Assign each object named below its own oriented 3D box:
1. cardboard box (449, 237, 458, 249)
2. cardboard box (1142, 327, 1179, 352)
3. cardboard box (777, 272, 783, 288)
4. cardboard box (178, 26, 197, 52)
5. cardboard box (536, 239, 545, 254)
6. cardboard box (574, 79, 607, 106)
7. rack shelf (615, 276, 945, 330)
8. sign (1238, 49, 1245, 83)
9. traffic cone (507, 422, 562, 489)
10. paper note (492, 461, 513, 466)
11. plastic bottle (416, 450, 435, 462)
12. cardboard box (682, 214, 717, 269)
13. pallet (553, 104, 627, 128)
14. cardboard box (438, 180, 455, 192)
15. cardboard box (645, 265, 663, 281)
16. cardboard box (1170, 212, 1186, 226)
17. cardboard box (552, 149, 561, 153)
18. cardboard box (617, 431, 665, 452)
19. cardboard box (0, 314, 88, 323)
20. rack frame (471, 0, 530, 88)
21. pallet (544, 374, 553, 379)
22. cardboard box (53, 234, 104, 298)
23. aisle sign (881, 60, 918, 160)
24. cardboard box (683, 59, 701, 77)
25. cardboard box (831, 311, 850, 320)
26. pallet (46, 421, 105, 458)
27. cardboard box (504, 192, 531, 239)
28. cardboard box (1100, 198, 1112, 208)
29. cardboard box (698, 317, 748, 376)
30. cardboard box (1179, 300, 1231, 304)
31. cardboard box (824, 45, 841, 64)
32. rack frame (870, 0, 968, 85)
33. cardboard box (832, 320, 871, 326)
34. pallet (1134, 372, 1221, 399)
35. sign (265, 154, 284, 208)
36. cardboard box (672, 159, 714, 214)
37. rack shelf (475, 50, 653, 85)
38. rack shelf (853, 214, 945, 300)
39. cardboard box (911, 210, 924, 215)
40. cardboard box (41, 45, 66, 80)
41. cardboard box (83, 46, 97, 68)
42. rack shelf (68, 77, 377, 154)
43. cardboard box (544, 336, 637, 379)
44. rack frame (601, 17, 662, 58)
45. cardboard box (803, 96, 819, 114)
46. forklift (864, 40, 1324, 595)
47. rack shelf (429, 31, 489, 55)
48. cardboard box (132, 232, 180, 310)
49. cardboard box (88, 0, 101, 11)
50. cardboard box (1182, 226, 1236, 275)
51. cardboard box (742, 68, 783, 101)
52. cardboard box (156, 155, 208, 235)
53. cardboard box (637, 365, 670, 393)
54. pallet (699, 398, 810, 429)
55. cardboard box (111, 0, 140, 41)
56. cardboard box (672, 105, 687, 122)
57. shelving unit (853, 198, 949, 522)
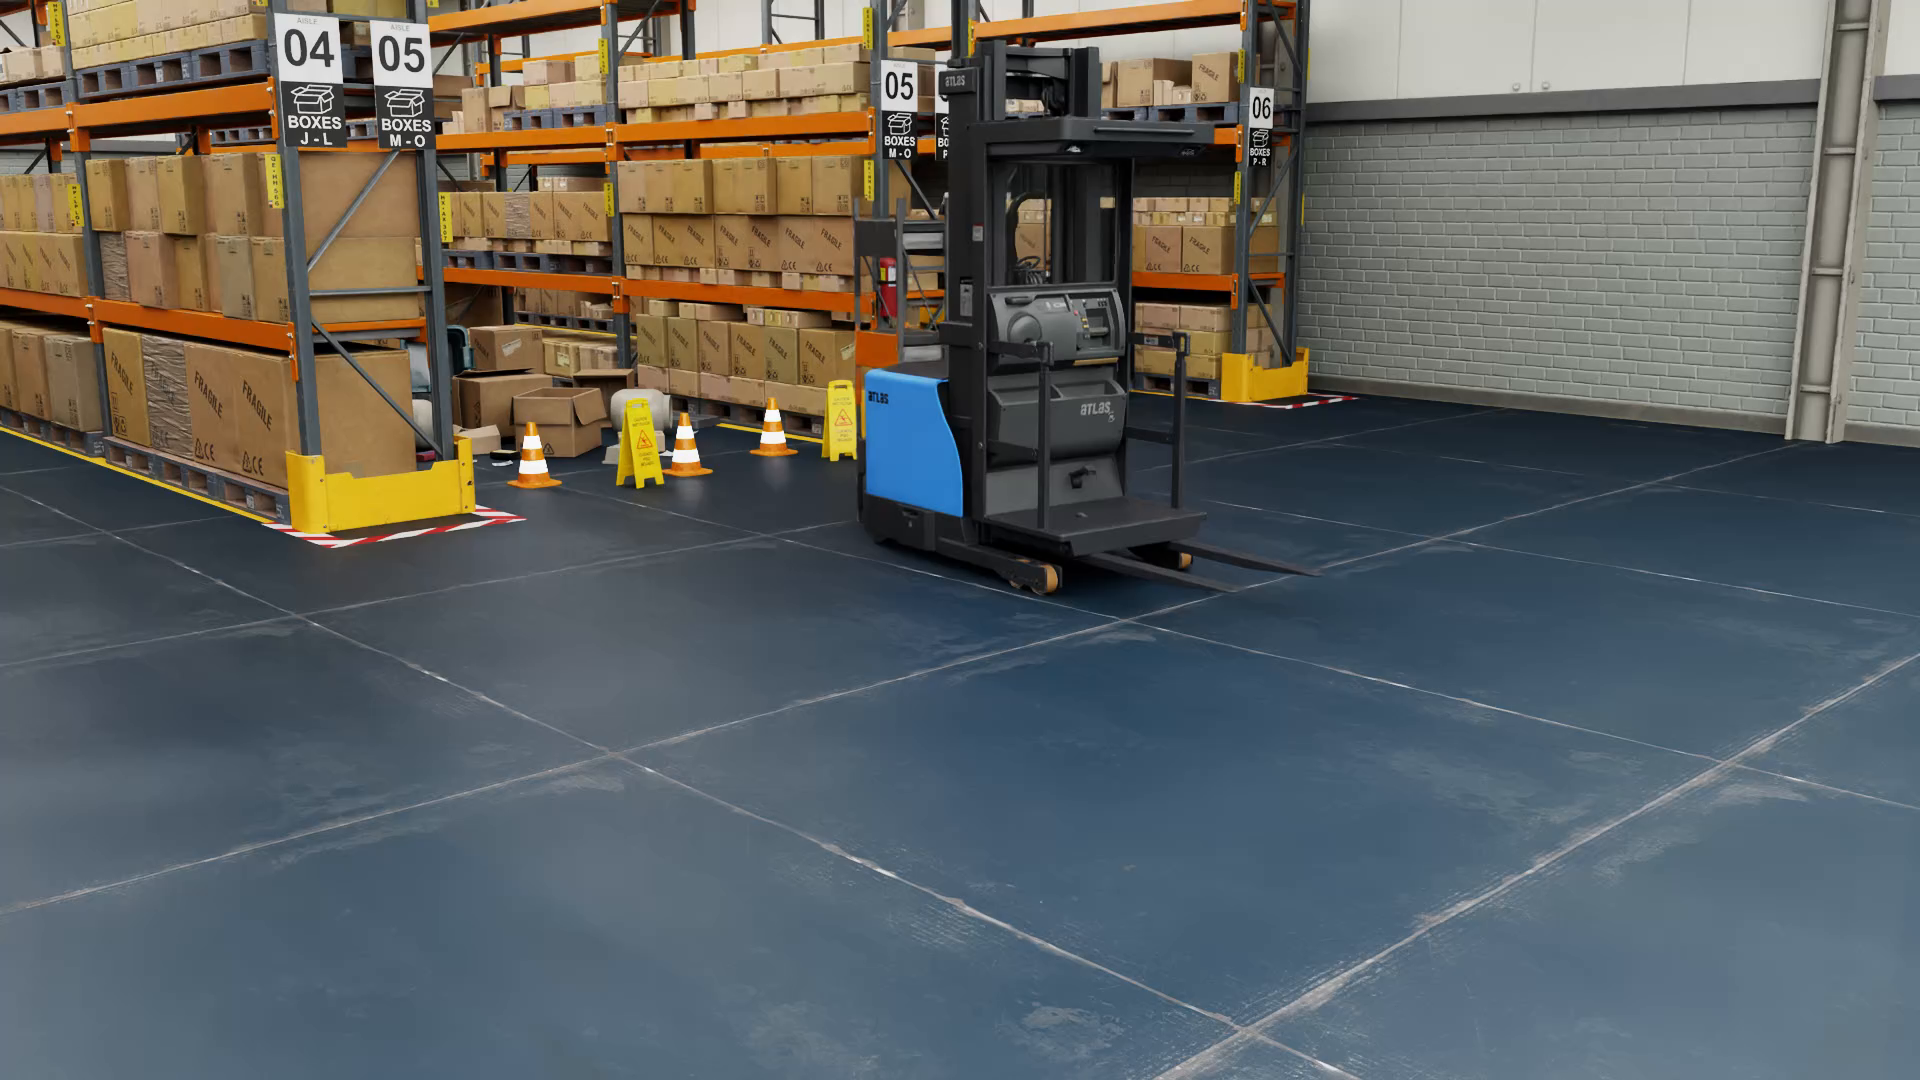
[{"bbox_3d":[-5.767,-3.493,19.516,0.250,0.149,0.380,11,16,42],"label":"cardboard box"},{"bbox_3d":[2.355,-2.215,18.262,0.500,0.250,0.500,-11,16,-43],"label":"cardboard box"},{"bbox_3d":[-1.436,-2.370,15.106,0.380,0.149,0.250,-11,16,-42],"label":"cardboard box"},{"bbox_3d":[-5.020,-3.363,11.200,0.380,0.149,0.250,-11,16,-43],"label":"cardboard box"},{"bbox_3d":[-4.343,-3.170,17.948,0.380,0.149,0.250,-11,16,-43],"label":"cardboard box"},{"bbox_3d":[-3.602,-4.567,17.041,0.500,0.250,0.500,-11,16,-44],"label":"cardboard box"},{"bbox_3d":[-1.713,-2.256,15.711,1.077,0.370,4.000,-11,16,-43],"label":"rack shelf"},{"bbox_3d":[2.854,-4.799,16.840,0.100,0.325,0.005,-11,16,-43],"label":"sign"},{"bbox_3d":[-3.182,-0.645,12.395,0.336,0.463,0.334,-11,16,-43],"label":"traffic cone"},{"bbox_3d":[-3.668,-0.616,13.331,0.144,0.017,0.142,-5,13,-23],"label":"paper note"},{"bbox_3d":[-4.332,-0.692,13.619,0.133,0.061,0.283,6,13,26],"label":"plastic bottle"},{"bbox_3d":[-2.291,-2.847,15.810,0.500,0.500,0.500,-11,16,-43],"label":"cardboard box"},{"bbox_3d":[-3.444,-4.382,17.281,1.213,0.211,1.003,-11,16,-43],"label":"pallet"},{"bbox_3d":[-6.403,-4.062,19.967,0.500,0.500,0.500,11,16,44],"label":"cardboard box"},{"bbox_3d":[-2.897,-2.657,16.496,0.380,0.149,0.250,-10,15,-41],"label":"cardboard box"},{"bbox_3d":[2.481,-3.467,17.948,0.380,0.149,0.250,-11,16,-42],"label":"cardboard box"},{"bbox_3d":[-6.348,-6.310,26.792,0.380,0.149,0.250,-11,16,-42],"label":"cardboard box"},{"bbox_3d":[-2.698,-0.830,14.071,0.380,0.149,0.250,-3,12,-13],"label":"cardboard box"},{"bbox_3d":[-9.011,-1.782,16.161,1.050,0.750,0.750,-11,16,-43],"label":"cardboard box"},{"bbox_3d":[-7.794,-8.282,28.310,1.000,3.000,0.127,-11,16,-43],"label":"rack frame"},{"bbox_3d":[-4.480,-1.826,18.751,1.003,0.211,1.213,-11,16,-43],"label":"pallet"},{"bbox_3d":[-7.158,-2.284,13.814,0.500,0.500,0.500,-11,16,-43],"label":"cardboard box"},{"bbox_3d":[-0.499,-3.540,13.719,0.394,0.787,0.004,-11,16,-43],"label":"aisle sign"},{"bbox_3d":[-2.366,-4.401,15.550,0.250,0.149,0.380,11,16,43],"label":"cardboard box"},{"bbox_3d":[-1.391,-3.032,22.537,0.875,0.625,0.625,-10,15,-41],"label":"cardboard box"},{"bbox_3d":[-7.192,-0.932,14.412,1.003,0.211,1.213,-11,16,-43],"label":"pallet"},{"bbox_3d":[-4.637,-3.561,18.235,0.500,0.500,0.500,11,16,43],"label":"cardboard box"},{"bbox_3d":[1.792,-3.767,18.670,0.380,0.149,0.250,-11,16,-42],"label":"cardboard box"},{"bbox_3d":[-2.147,-1.850,15.874,0.500,0.500,0.500,-10,15,-40],"label":"cardboard box"},{"bbox_3d":[2.713,-2.526,18.536,0.500,0.250,0.500,-11,16,-42],"label":"cardboard box"},{"bbox_3d":[-0.929,-4.104,14.112,0.380,0.149,0.250,-11,16,-42],"label":"cardboard box"},{"bbox_3d":[-0.332,-5.255,13.616,1.000,3.000,0.127,-11,16,-43],"label":"rack frame"},{"bbox_3d":[-1.070,-1.778,15.523,0.500,0.500,0.500,11,16,43],"label":"cardboard box"},{"bbox_3d":[2.697,-1.749,18.376,1.003,0.211,1.213,-11,16,-43],"label":"pallet"},{"bbox_3d":[-4.244,-2.221,10.304,0.100,0.325,0.005,-11,16,-43],"label":"sign"},{"bbox_3d":[-2.283,-3.336,15.705,0.700,0.500,0.500,-11,16,-44],"label":"cardboard box"},{"bbox_3d":[-6.413,-7.636,26.966,1.077,0.370,4.000,-11,16,-43],"label":"rack shelf"},{"bbox_3d":[-0.369,-1.803,10.557,0.431,0.518,0.480,-9,14,-36],"label":"rack shelf"},{"bbox_3d":[-0.503,-4.076,20.907,0.250,0.149,0.380,11,16,43],"label":"cardboard box"},{"bbox_3d":[-7.208,-3.927,13.688,0.500,0.250,0.500,-11,16,-42],"label":"cardboard box"},{"bbox_3d":[-6.419,-3.658,12.636,0.380,0.149,0.250,-11,16,-42],"label":"cardboard box"},{"bbox_3d":[-5.223,-3.021,11.989,1.077,0.370,4.000,-11,16,-43],"label":"rack shelf"},{"bbox_3d":[-3.957,-2.000,18.155,0.950,0.372,0.625,-10,15,-39],"label":"cardboard box"},{"bbox_3d":[-5.031,-7.698,25.477,1.000,3.000,0.127,-11,16,-43],"label":"rack frame"},{"bbox_3d":[-1.135,-3.751,14.373,0.380,0.149,0.250,-10,15,-41],"label":"cardboard box"},{"bbox_3d":[0.685,-1.250,9.214,1.130,2.935,3.031,-9,14,-36],"label":"forklift"},{"bbox_3d":[-7.238,-6.166,20.813,1.077,0.370,4.000,-11,16,-43],"label":"rack shelf"},{"bbox_3d":[-5.657,-2.045,12.531,0.875,0.550,0.550,-11,16,-43],"label":"cardboard box"},{"bbox_3d":[-6.247,-4.012,12.378,0.380,0.149,0.250,-11,16,-43],"label":"cardboard box"},{"bbox_3d":[2.726,-3.093,17.742,0.500,0.500,0.500,-11,16,-44],"label":"cardboard box"},{"bbox_3d":[-1.588,-4.044,14.806,0.500,0.250,0.500,-10,16,-41],"label":"cardboard box"},{"bbox_3d":[-5.266,-2.501,12.070,0.875,0.550,0.500,-11,16,-43],"label":"cardboard box"},{"bbox_3d":[-2.882,-1.635,16.690,0.500,0.250,0.500,11,16,43],"label":"cardboard box"},{"bbox_3d":[-1.758,-1.263,16.020,1.003,0.211,1.213,-11,16,-43],"label":"pallet"},{"bbox_3d":[-5.771,-3.734,12.016,0.500,0.250,0.500,-11,16,-43],"label":"cardboard box"},{"bbox_3d":[-2.521,-4.058,15.863,0.380,0.149,0.250,-10,15,-41],"label":"cardboard box"},{"bbox_3d":[-0.369,-1.131,10.696,0.431,2.100,0.503,-9,14,-36],"label":"shelving unit"}]
